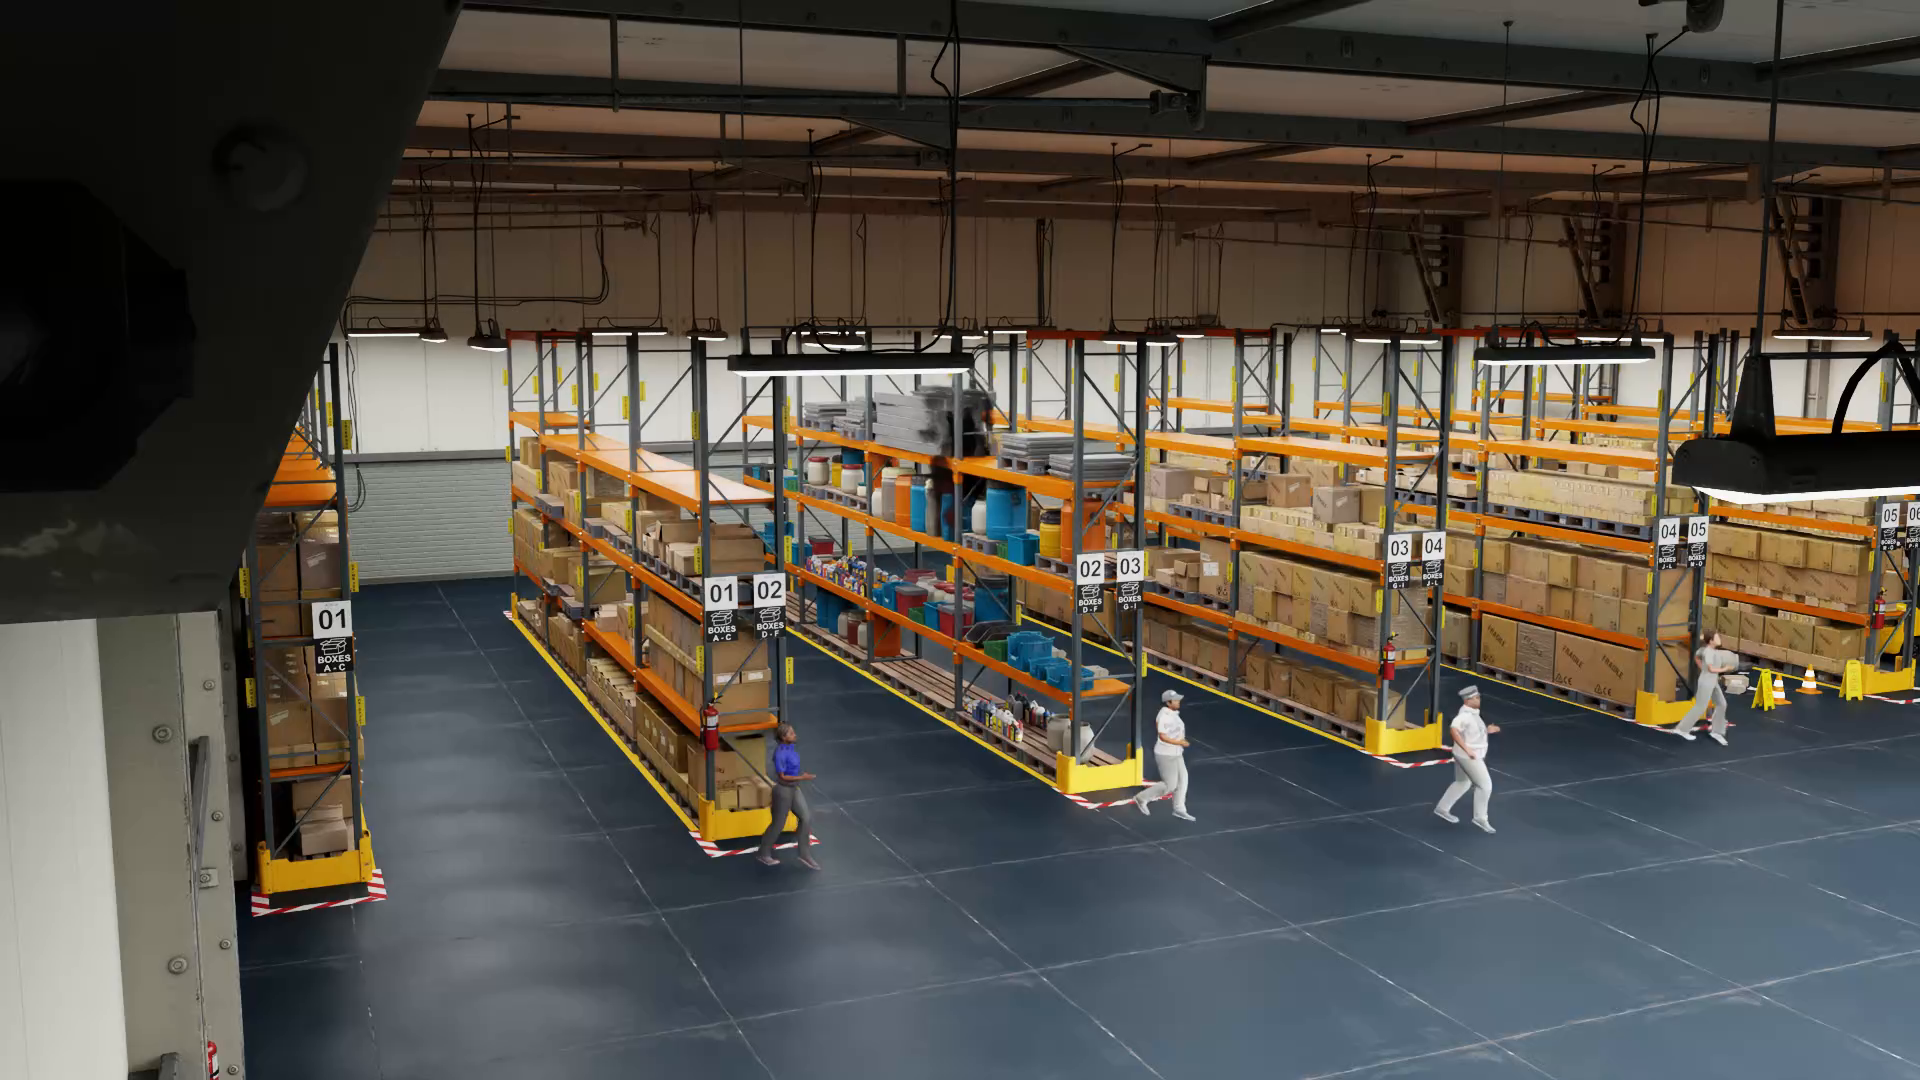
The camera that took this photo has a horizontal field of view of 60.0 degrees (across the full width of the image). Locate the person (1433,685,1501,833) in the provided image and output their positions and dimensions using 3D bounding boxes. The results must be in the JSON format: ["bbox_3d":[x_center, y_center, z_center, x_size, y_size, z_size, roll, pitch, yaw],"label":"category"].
[{"bbox_3d":[6.260,2.683,20.459,0.743,1.842,0.643,1,8,8],"label":"person"}]

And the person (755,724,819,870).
[{"bbox_3d":[-1.976,2.930,18.996,0.725,1.698,0.589,2,8,13],"label":"person"}]

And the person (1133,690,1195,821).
[{"bbox_3d":[2.570,2.701,20.824,0.779,1.682,0.622,1,8,10],"label":"person"}]

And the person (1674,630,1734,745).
[{"bbox_3d":[10.990,2.177,24.528,0.751,1.736,0.560,4,9,28],"label":"person"}]
